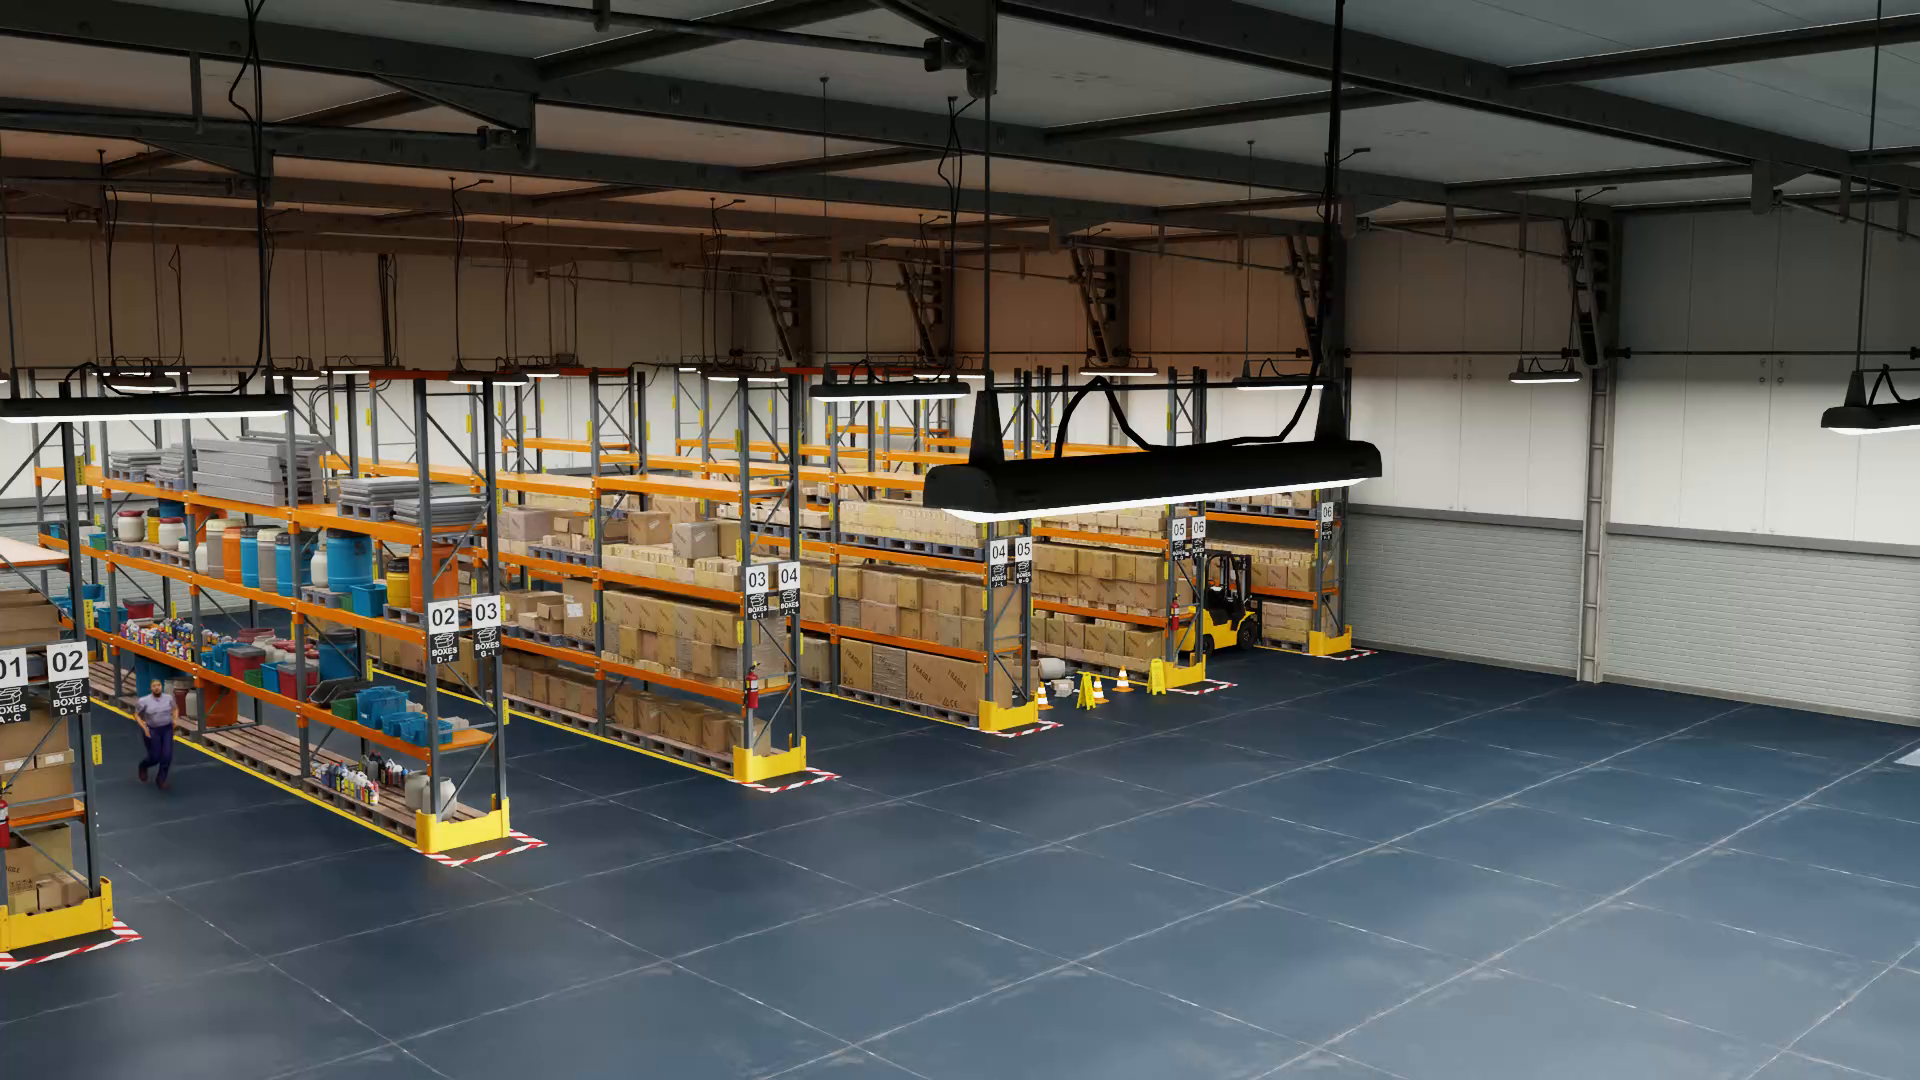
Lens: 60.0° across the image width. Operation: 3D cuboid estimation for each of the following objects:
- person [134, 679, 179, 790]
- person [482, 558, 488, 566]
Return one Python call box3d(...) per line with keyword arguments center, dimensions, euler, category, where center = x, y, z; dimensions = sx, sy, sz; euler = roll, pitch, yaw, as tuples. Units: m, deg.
box3d(center=(-11.684, 2.813, 24.244), dimensions=(0.600, 1.619, 0.596), euler=(-6, 9, -44), category="person")
box3d(center=(-10.767, 1.251, 37.485), dimensions=(0.739, 1.700, 0.584), euler=(-5, 8, -36), category="person")
